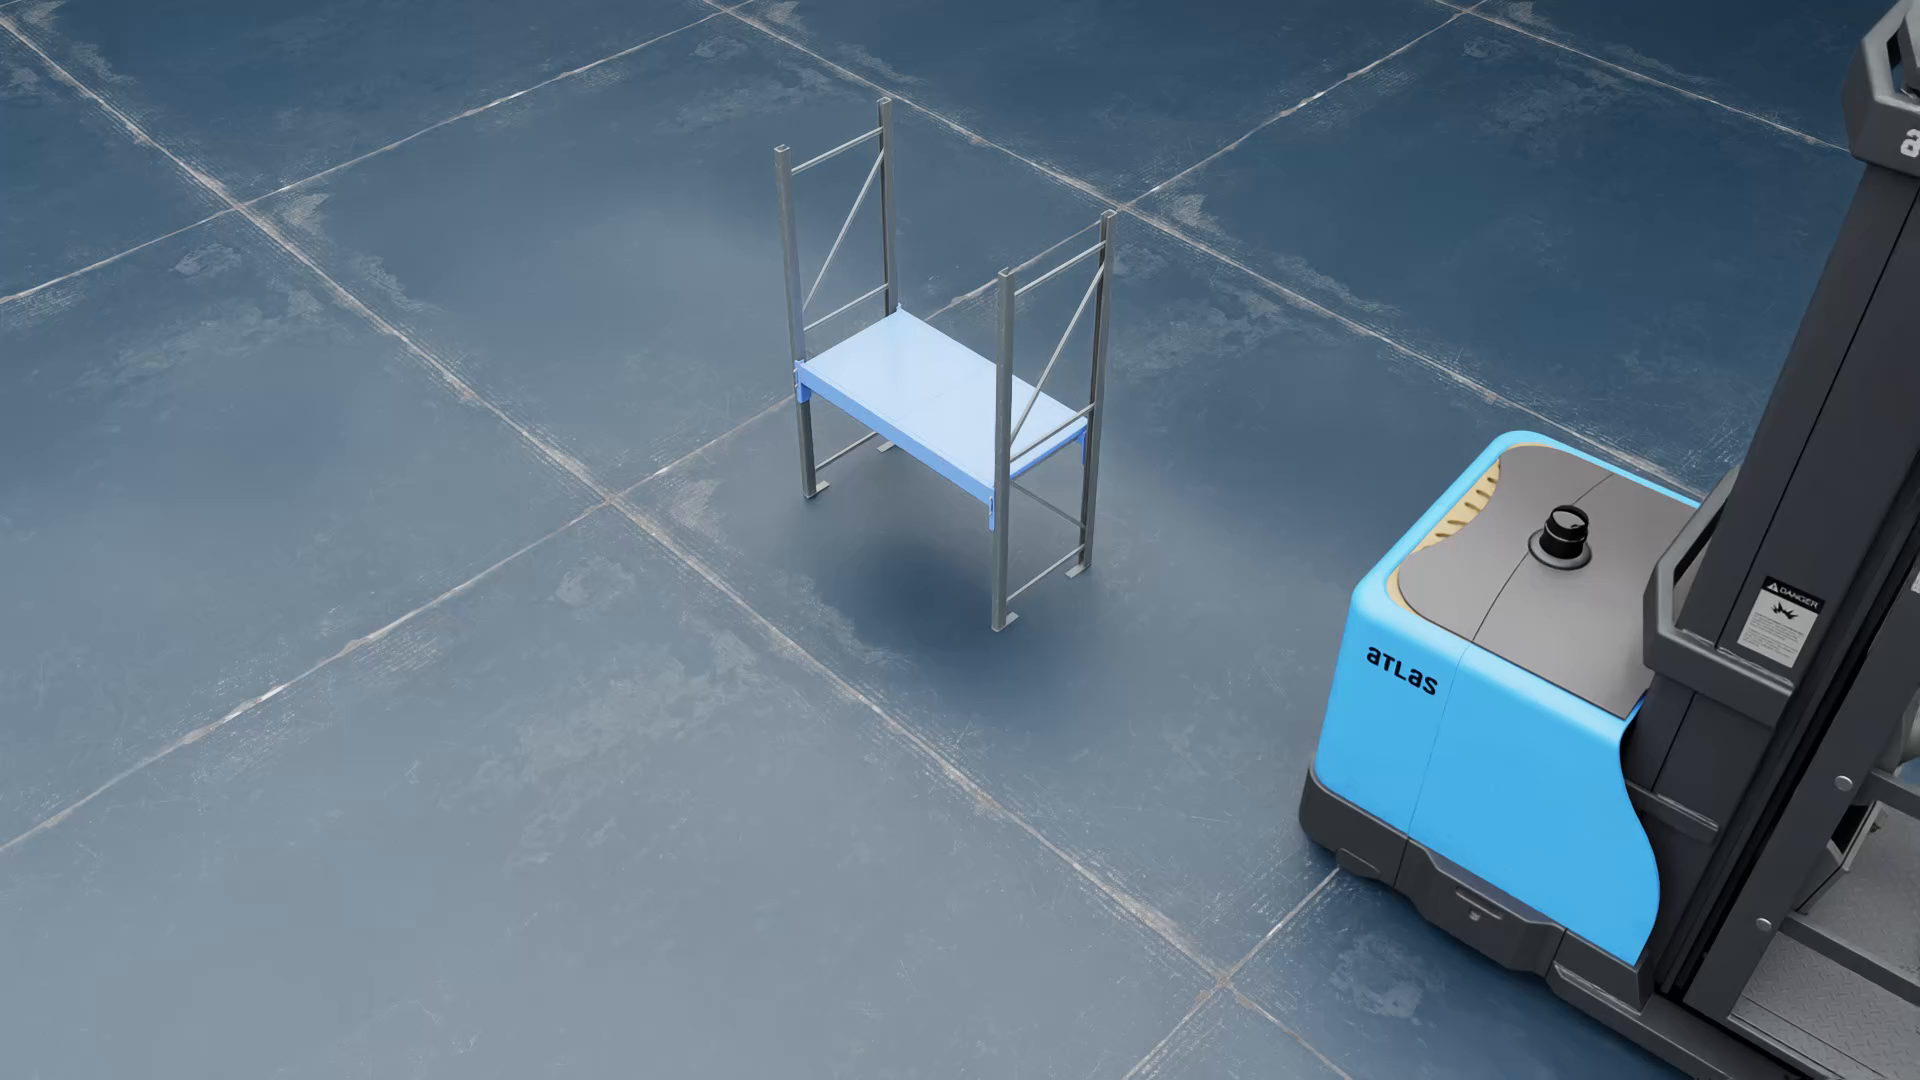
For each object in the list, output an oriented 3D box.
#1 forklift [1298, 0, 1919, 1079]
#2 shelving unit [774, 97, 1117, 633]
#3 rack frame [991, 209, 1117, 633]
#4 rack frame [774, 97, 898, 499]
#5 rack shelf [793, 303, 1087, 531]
[{"bbox_3d":[2.513,0.247,3.823,3.031,2.935,1.130,30,50,28],"label":"forklift"},{"bbox_3d":[-0.060,-0.592,5.785,0.538,1.500,1.048,-34,53,-31],"label":"shelving unit"},{"bbox_3d":[0.299,-0.348,5.521,0.500,1.500,0.032,-34,53,-31],"label":"rack frame"},{"bbox_3d":[-0.419,-0.836,6.050,0.500,1.500,0.032,-34,53,-31],"label":"rack frame"},{"bbox_3d":[-0.060,-0.460,5.907,0.538,0.185,1.000,-34,53,-31],"label":"rack shelf"}]
